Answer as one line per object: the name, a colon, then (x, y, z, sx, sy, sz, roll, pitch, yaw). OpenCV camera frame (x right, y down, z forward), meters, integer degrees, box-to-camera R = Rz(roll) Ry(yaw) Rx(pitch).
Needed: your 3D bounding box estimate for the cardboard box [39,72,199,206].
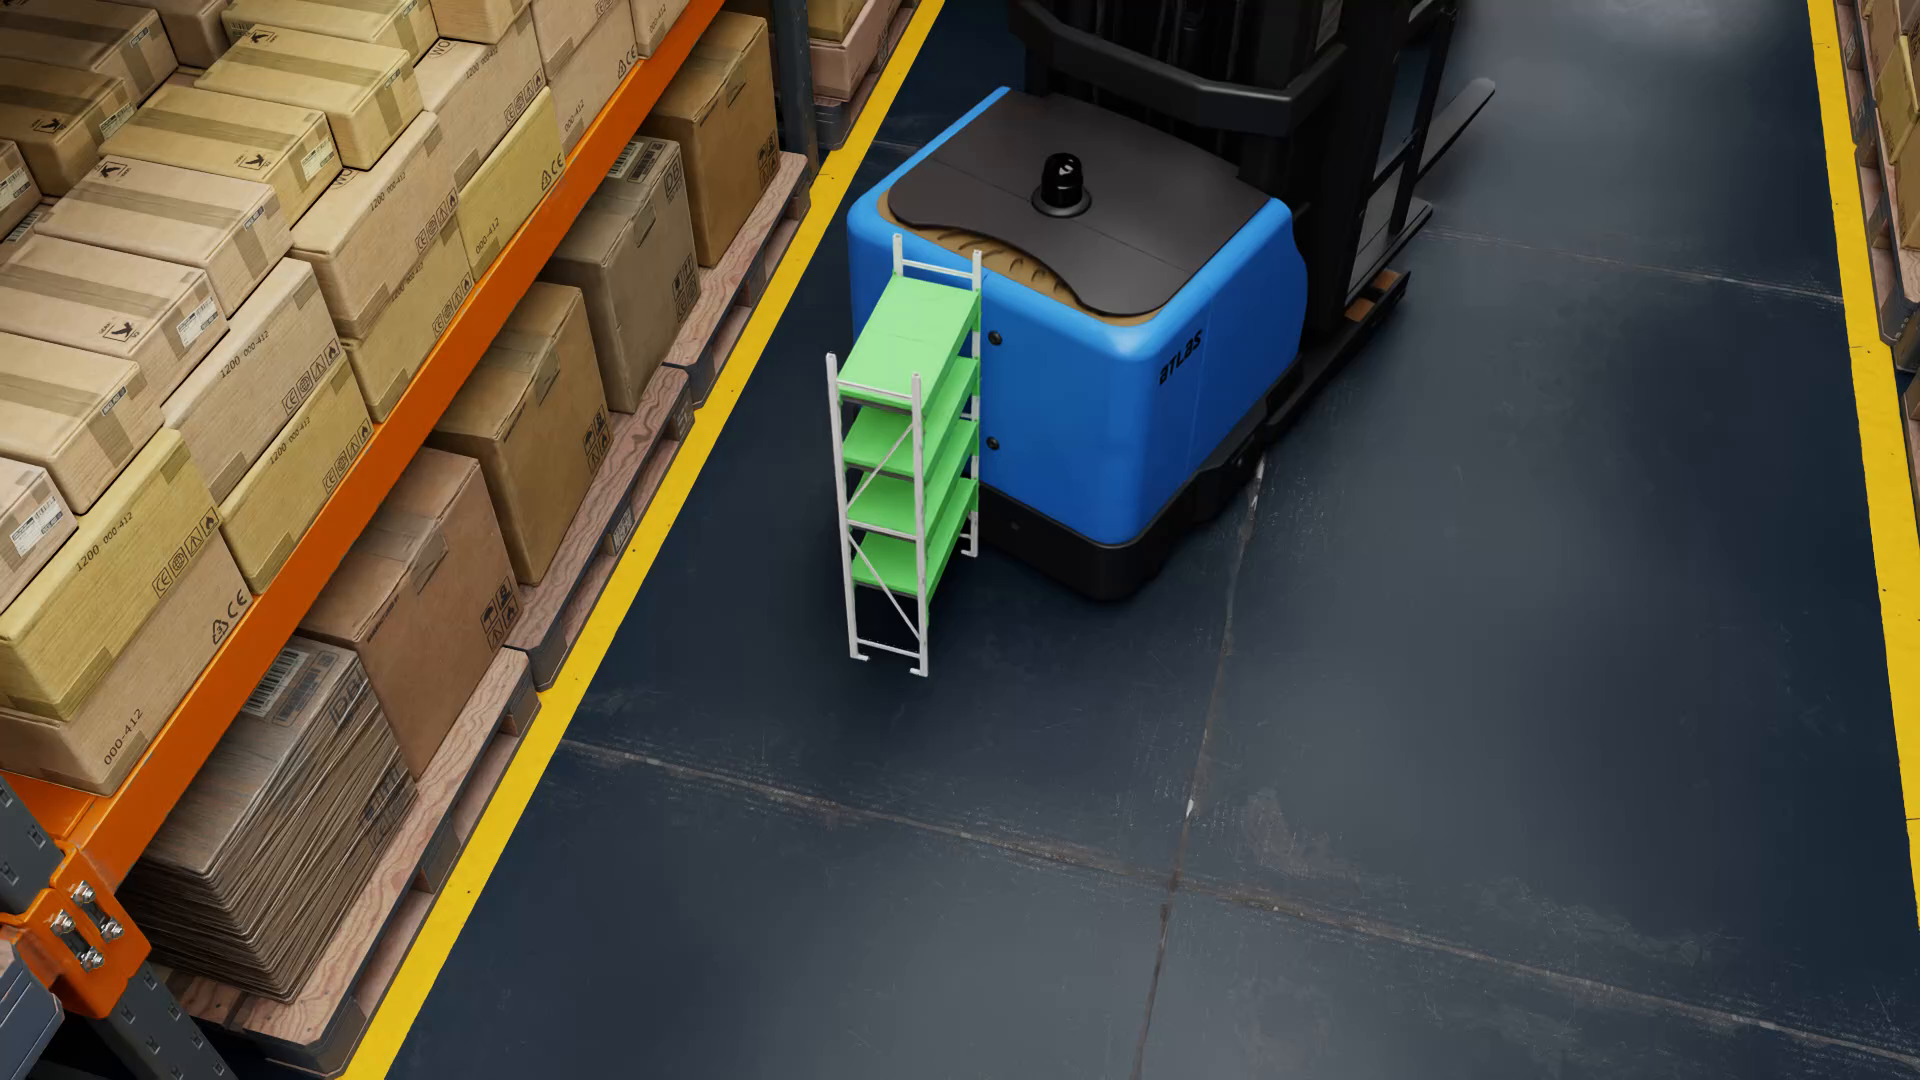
cardboard box: (-1.984, -0.833, 3.751, 0.500, 0.250, 0.500, 11, 50, 10)

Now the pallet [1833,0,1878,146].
pallet: (4.203, -1.977, 6.854, 1.003, 0.211, 1.213, 12, 50, 10)

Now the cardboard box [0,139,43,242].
cardboard box: (-2.126, -0.706, 3.373, 0.380, 0.149, 0.250, 11, 49, 9)

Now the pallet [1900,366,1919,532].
pallet: (3.537, -0.036, 5.141, 1.003, 0.211, 1.213, 12, 50, 10)

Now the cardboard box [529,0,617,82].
cardboard box: (-1.200, -1.467, 4.310, 0.500, 0.250, 0.500, 12, 50, 11)

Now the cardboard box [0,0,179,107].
cardboard box: (-1.997, -1.077, 3.701, 0.380, 0.149, 0.250, 11, 49, 9)

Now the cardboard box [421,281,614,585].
cardboard box: (-1.583, -0.368, 4.878, 0.875, 0.625, 0.625, 10, 49, 8)

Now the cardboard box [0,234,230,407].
cardboard box: (-1.622, -0.410, 3.112, 0.380, 0.149, 0.250, 13, 50, 11)

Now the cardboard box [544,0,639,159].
cardboard box: (-1.216, -1.315, 4.510, 0.500, 0.250, 0.500, 12, 50, 10)

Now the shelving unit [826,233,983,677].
shelving unit: (-0.135, -0.200, 4.626, 0.258, 1.200, 0.503, 14, 50, 12)

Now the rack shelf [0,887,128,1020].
rack shelf: (-2.628, 2.079, 1.894, 1.077, 0.370, 4.000, 12, 50, 10)

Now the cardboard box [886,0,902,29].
cardboard box: (-0.483, -2.383, 6.906, 0.500, 0.250, 0.500, 11, 49, 9)

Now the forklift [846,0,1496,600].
forklift: (0.942, -1.856, 4.933, 1.130, 2.935, 3.031, 29, 55, 23)

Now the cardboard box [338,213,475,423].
cardboard box: (-1.483, -0.565, 3.848, 0.500, 0.250, 0.500, 10, 49, 9)

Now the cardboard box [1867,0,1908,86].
cardboard box: (3.906, -1.986, 6.556, 0.500, 0.250, 0.500, 12, 50, 11)

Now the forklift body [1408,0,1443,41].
forklift body: (1.265, -3.380, 6.798, 2.313, 2.155, 1.214, 12, 50, 10)

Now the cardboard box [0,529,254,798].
cardboard box: (-1.749, 0.171, 3.198, 0.500, 0.250, 0.500, 12, 50, 10)

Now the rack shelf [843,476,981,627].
rack shelf: (-0.135, 0.001, 4.854, 0.258, 0.148, 0.480, 14, 50, 12)

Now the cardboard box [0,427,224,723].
cardboard box: (-1.725, 0.011, 3.006, 0.500, 0.250, 0.500, 12, 50, 10)

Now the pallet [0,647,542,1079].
pallet: (-1.847, 0.730, 4.465, 1.003, 0.211, 1.213, 12, 50, 10)

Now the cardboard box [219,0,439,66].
cardboard box: (-1.429, -1.168, 3.781, 0.380, 0.149, 0.250, 12, 50, 10)

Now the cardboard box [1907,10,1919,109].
cardboard box: (3.770, -1.848, 5.934, 0.500, 0.500, 0.500, 12, 50, 11)

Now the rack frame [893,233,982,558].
rack frame: (-0.060, -0.374, 4.780, 0.240, 1.200, 0.015, 14, 50, 12)

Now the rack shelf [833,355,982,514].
rack shelf: (-0.135, -0.316, 4.494, 0.258, 0.148, 0.480, 14, 50, 12)

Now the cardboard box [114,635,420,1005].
cardboard box: (-1.924, 0.593, 4.030, 0.875, 0.625, 0.625, 13, 50, 11)

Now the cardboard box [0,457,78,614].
cardboard box: (-1.733, -0.026, 2.773, 0.380, 0.149, 0.250, 13, 50, 11)

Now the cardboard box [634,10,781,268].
cardboard box: (-1.175, -1.472, 5.852, 0.875, 0.625, 0.625, 14, 50, 12)

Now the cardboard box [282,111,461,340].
cardboard box: (-1.461, -0.731, 3.661, 0.500, 0.250, 0.500, 10, 49, 9)

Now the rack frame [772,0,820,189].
rack frame: (-1.049, -2.499, 5.455, 1.000, 3.000, 0.127, 12, 50, 10)

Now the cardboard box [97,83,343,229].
cardboard box: (-1.528, -0.789, 3.446, 0.380, 0.149, 0.250, 12, 50, 10)

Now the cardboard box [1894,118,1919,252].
cardboard box: (3.637, -1.232, 5.890, 0.500, 0.250, 0.500, 14, 50, 12)

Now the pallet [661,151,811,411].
pallet: (-1.205, -1.035, 6.023, 1.003, 0.211, 1.213, 12, 50, 10)
